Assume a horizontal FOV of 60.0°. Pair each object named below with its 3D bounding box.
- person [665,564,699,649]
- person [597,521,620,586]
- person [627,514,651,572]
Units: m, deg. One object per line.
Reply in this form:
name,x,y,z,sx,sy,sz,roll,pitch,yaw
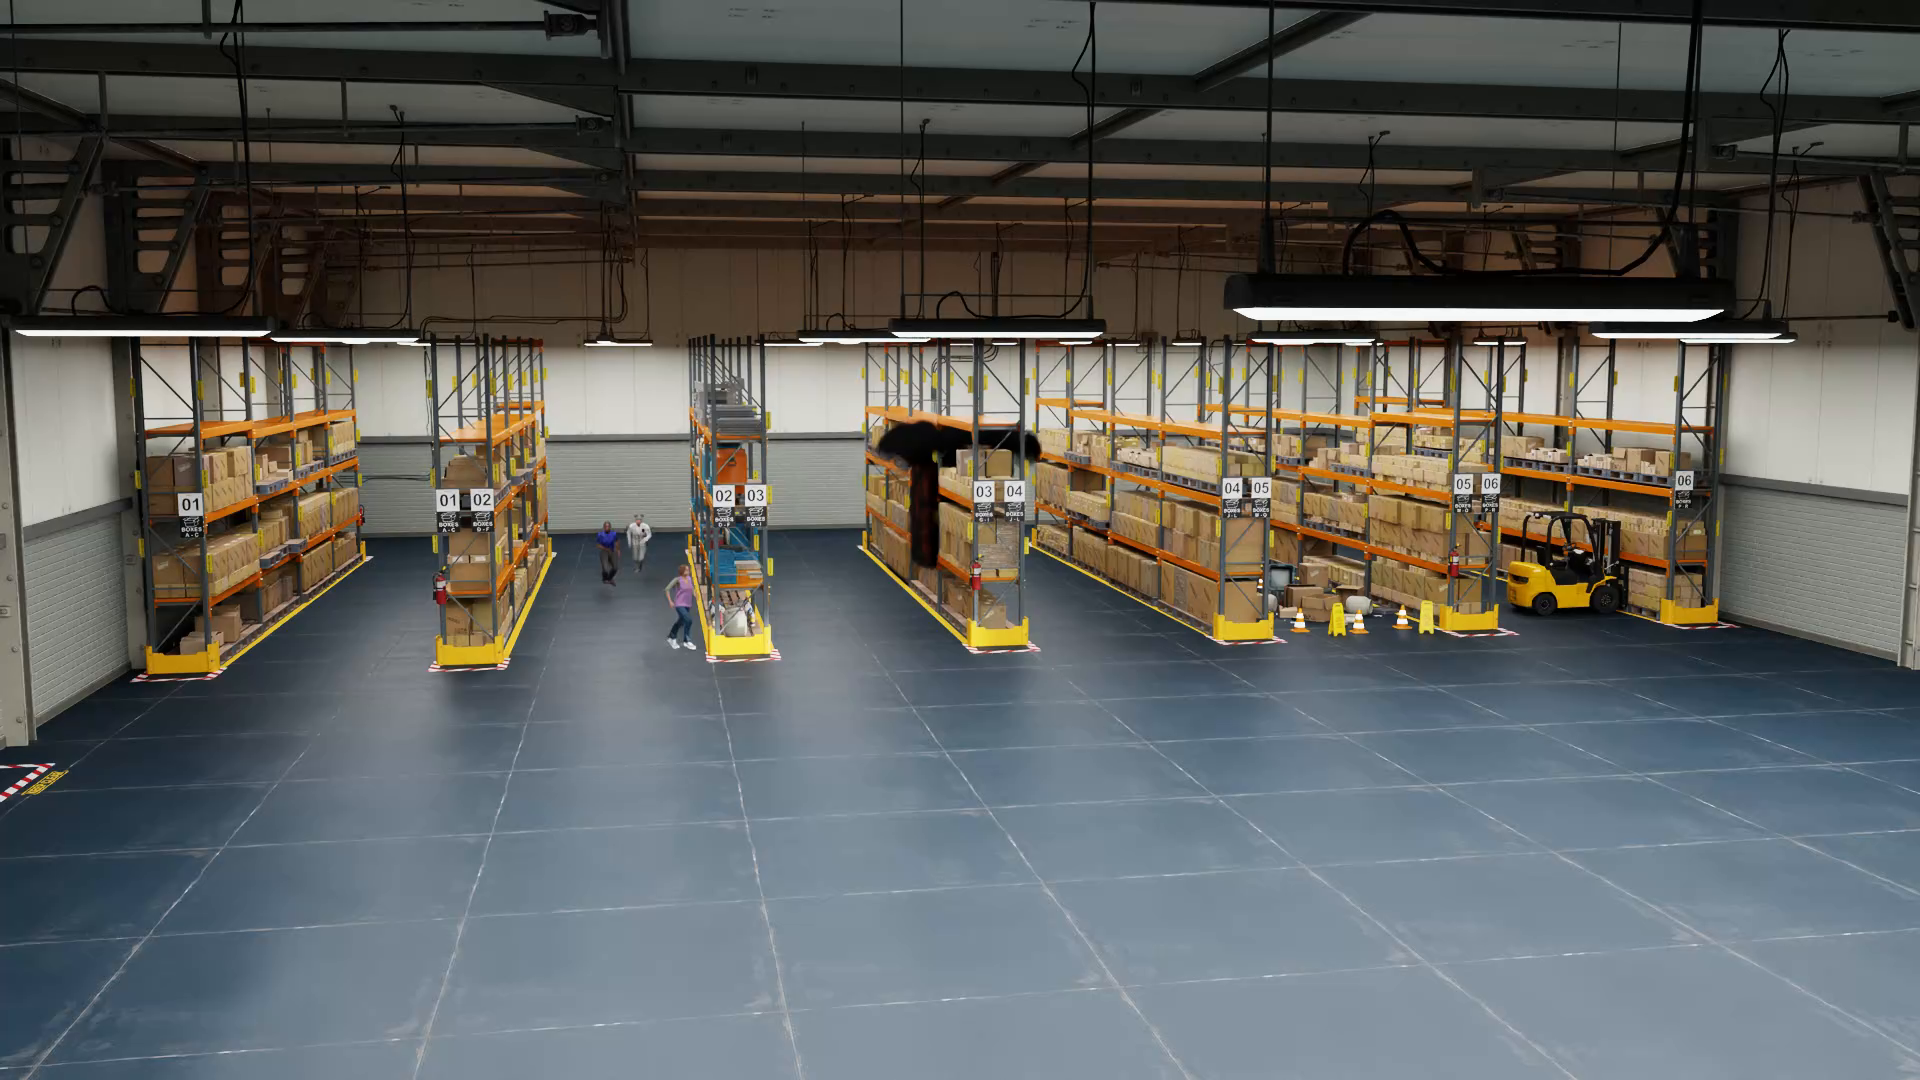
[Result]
person,-5.133,1.221,30.557,0.767,1.583,0.554,5,8,36
person,-8.127,0.331,38.457,0.568,1.562,0.719,-3,7,-25
person,-7.852,0.067,40.701,0.596,1.458,0.633,-1,7,-8
